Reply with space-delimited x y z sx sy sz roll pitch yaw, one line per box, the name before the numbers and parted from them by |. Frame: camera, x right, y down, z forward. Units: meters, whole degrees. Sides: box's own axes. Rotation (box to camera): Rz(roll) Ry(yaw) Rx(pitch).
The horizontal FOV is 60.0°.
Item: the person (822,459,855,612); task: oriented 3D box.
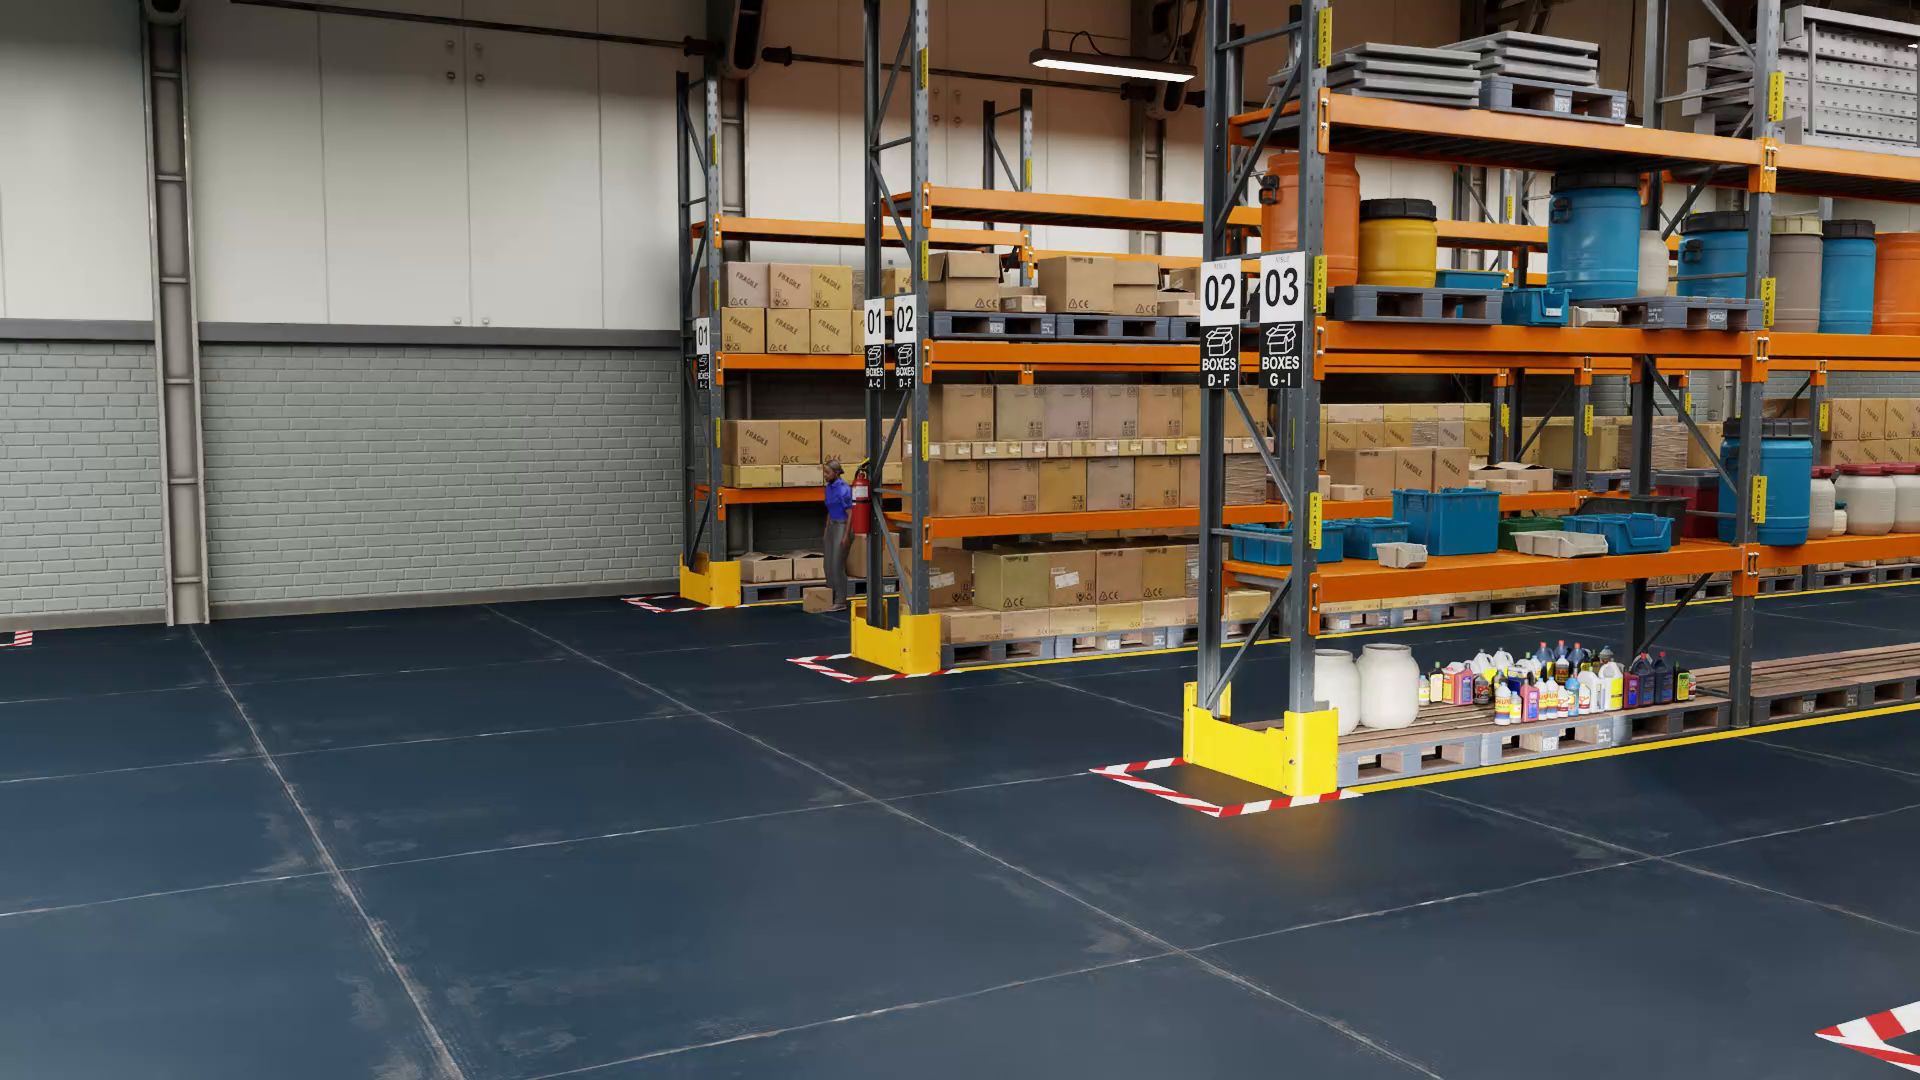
person | -1.369 -0.049 18.156 0.403 1.639 0.530 -3 6 -32
